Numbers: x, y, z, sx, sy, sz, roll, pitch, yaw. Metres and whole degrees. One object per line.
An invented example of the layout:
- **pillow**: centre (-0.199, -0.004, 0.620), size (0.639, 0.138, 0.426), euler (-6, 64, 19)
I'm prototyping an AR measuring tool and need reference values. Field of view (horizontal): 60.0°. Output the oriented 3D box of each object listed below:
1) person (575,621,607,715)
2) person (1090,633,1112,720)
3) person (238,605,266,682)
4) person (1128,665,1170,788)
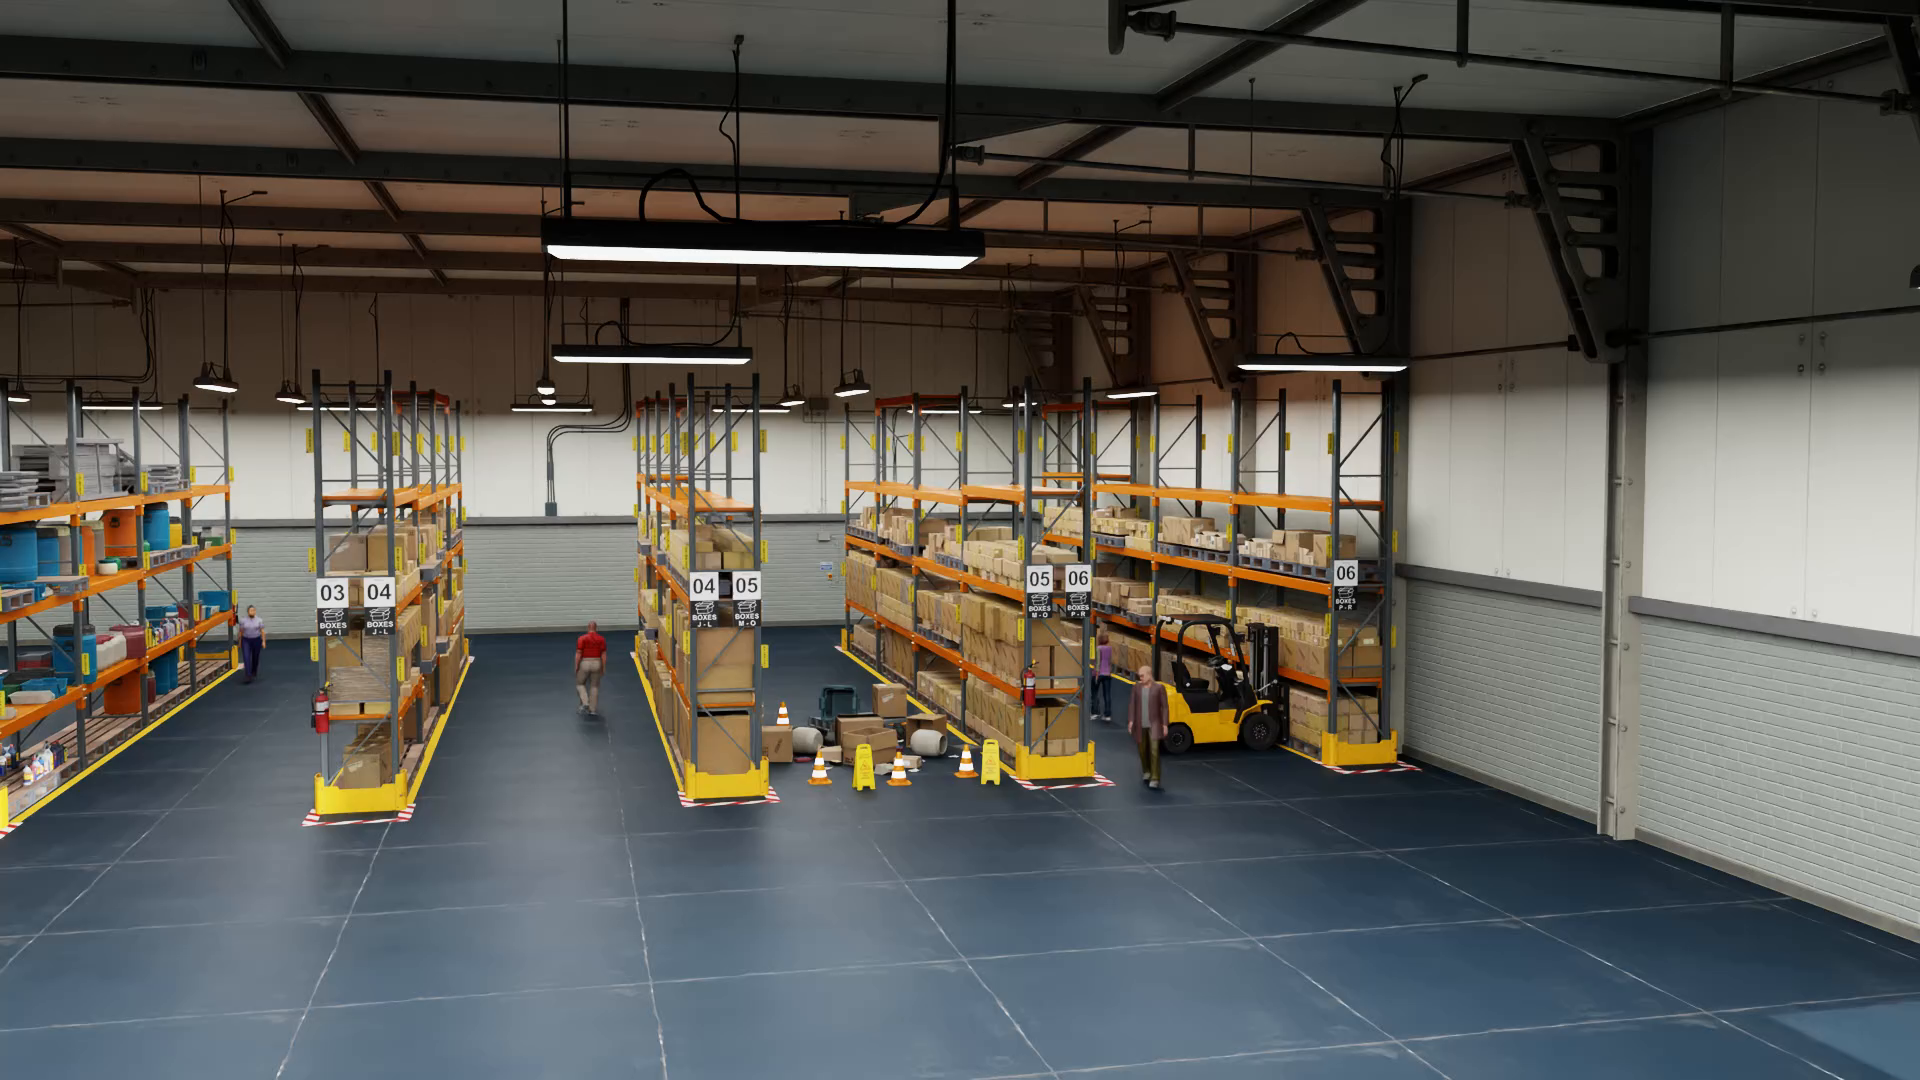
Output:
- **person**: centre (-6.806, 2.362, 30.668), size (0.580, 1.724, 0.487), euler (-1, 4, -20)
- **person**: centre (2.590, 2.484, 30.123), size (0.413, 1.610, 0.664), euler (-1, 4, -20)
- **person**: centre (-14.966, 2.173, 35.156), size (0.517, 1.564, 1.069), euler (-2, 4, -28)
- **person**: centre (2.755, 2.723, 24.418), size (0.612, 1.733, 0.886), euler (2, 4, 26)
